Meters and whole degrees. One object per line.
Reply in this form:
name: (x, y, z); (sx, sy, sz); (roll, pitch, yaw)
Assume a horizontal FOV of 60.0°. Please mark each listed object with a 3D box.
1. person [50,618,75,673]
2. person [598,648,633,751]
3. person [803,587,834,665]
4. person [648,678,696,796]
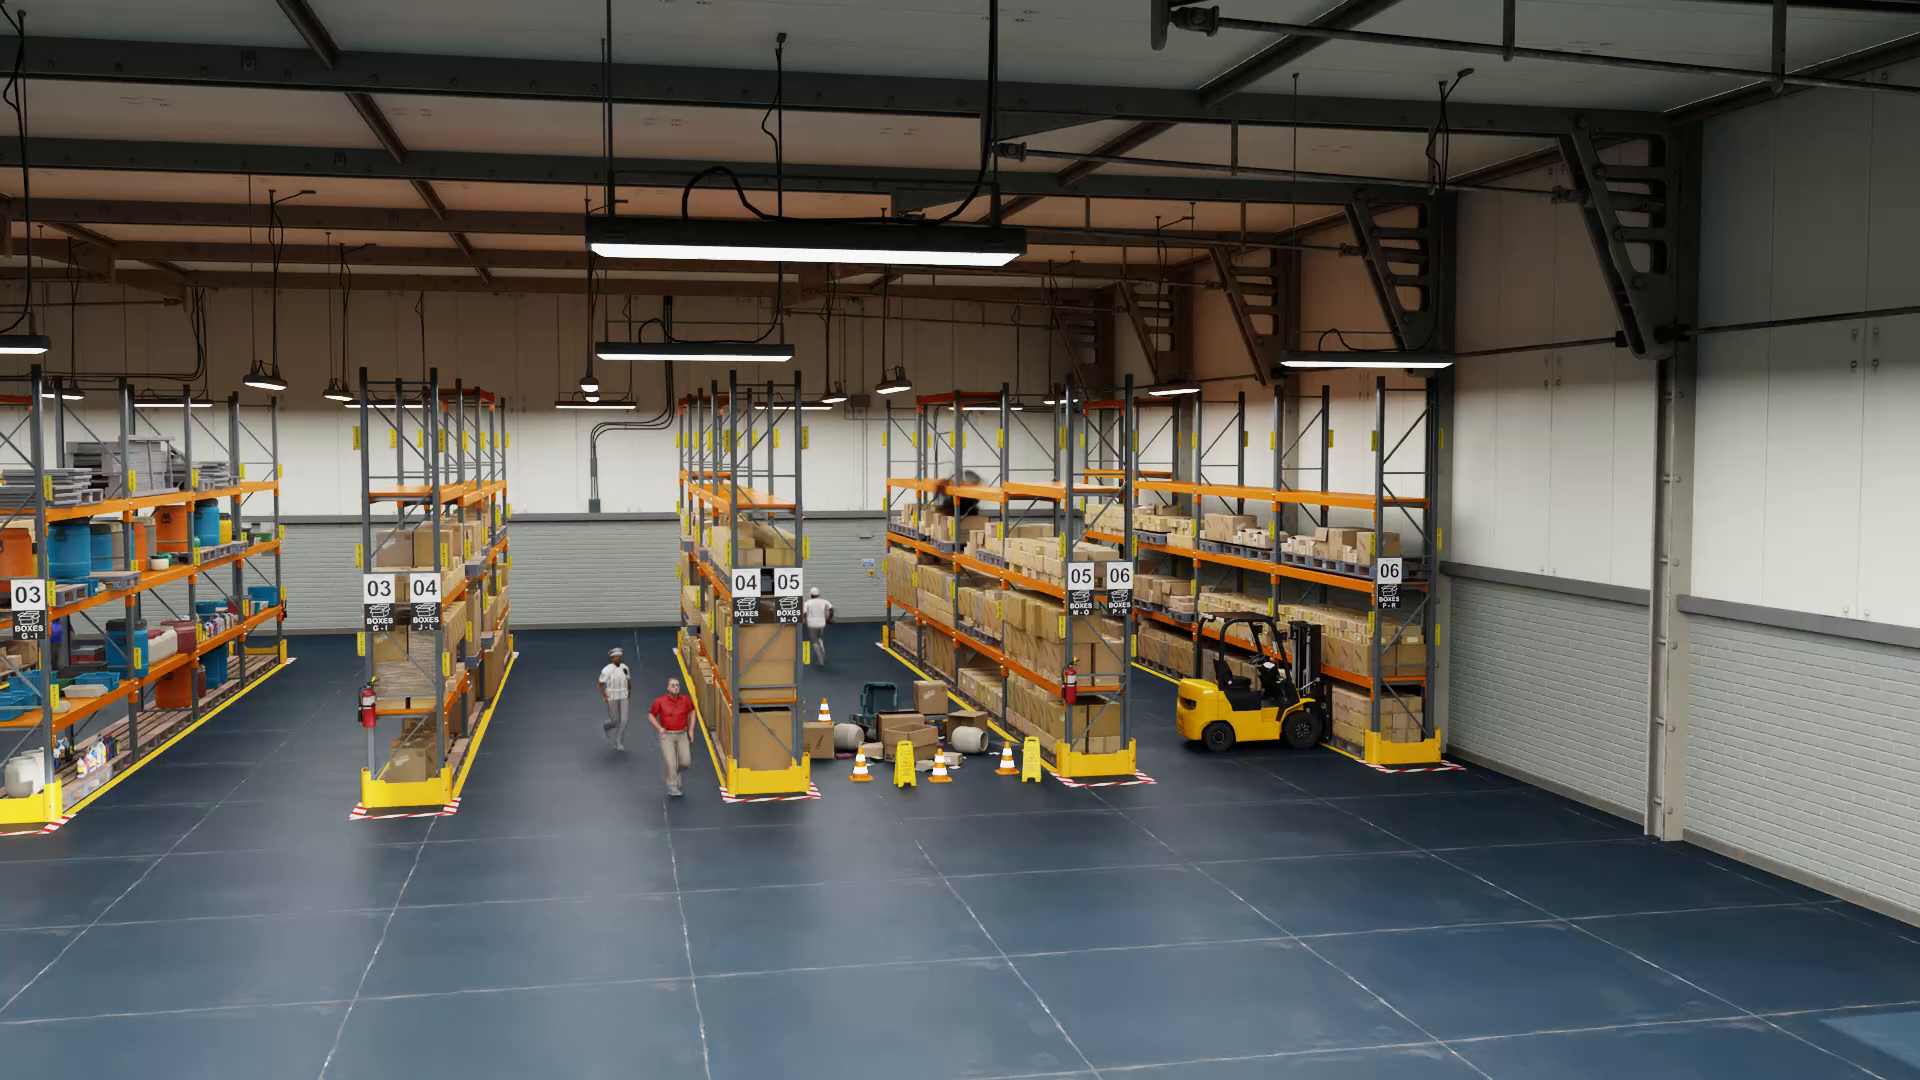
person: (-17.923, 2.196, 33.022); (0.575, 1.632, 0.904); (-1, 4, -18)
person: (-5.593, 2.577, 27.074); (0.582, 1.657, 0.557); (-2, 4, -31)
person: (-3.223, 1.916, 37.242); (0.695, 1.712, 0.644); (-2, 4, -25)
person: (-4.040, 2.767, 23.423); (0.691, 1.674, 0.632); (-2, 4, -24)
